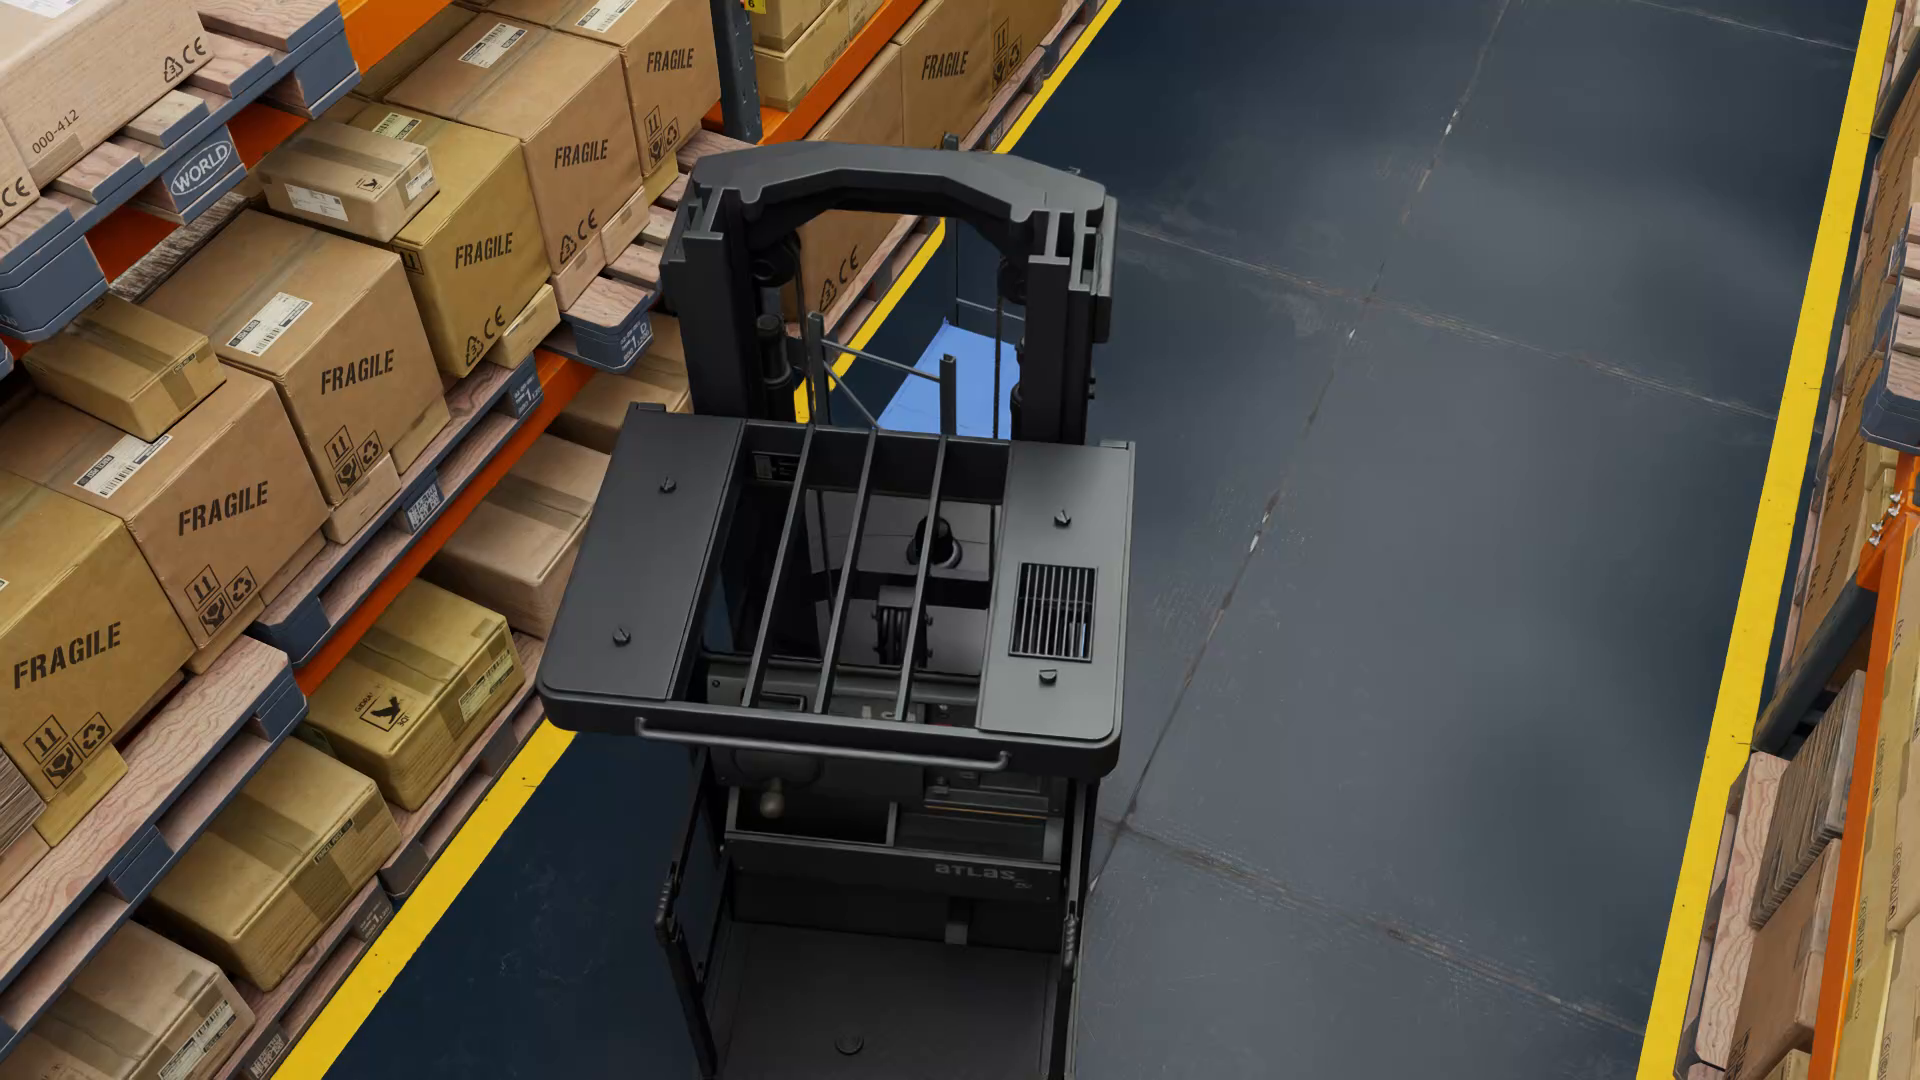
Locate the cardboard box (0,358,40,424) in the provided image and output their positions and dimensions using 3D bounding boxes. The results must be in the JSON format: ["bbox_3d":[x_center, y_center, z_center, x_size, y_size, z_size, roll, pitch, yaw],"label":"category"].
[{"bbox_3d":[-2.478,-0.312,4.325,0.500,0.500,0.500,21,53,17],"label":"cardboard box"}]

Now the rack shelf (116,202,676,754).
[{"bbox_3d":[-2.050,-0.103,5.156,1.077,0.370,4.000,20,52,16],"label":"rack shelf"}]

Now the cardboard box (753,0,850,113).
[{"bbox_3d":[-0.759,-1.920,6.328,0.500,0.250,0.500,19,52,15],"label":"cardboard box"}]

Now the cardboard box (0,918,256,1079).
[{"bbox_3d":[-2.683,1.394,4.859,0.950,0.372,0.625,20,53,17],"label":"cardboard box"}]

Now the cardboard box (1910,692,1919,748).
[{"bbox_3d":[2.668,0.356,4.063,0.500,0.250,0.500,21,53,17],"label":"cardboard box"}]

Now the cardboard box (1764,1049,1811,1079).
[{"bbox_3d":[2.456,1.873,4.285,0.875,0.625,0.625,18,52,15],"label":"cardboard box"}]

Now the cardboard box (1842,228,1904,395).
[{"bbox_3d":[3.930,-0.855,6.688,0.500,0.500,0.500,18,52,15],"label":"cardboard box"}]

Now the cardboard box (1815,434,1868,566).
[{"bbox_3d":[3.503,-0.130,6.071,0.500,0.500,0.500,19,52,16],"label":"cardboard box"}]

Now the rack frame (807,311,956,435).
[{"bbox_3d":[-0.245,-0.141,5.701,0.500,1.500,0.032,19,52,16],"label":"rack frame"}]

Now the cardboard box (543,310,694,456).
[{"bbox_3d":[-1.446,-0.613,6.566,0.950,0.372,0.625,17,52,14],"label":"cardboard box"}]

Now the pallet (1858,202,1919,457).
[{"bbox_3d":[3.520,-0.529,5.171,1.213,0.211,1.003,20,52,16],"label":"pallet"}]

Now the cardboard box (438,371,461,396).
[{"bbox_3d":[-1.680,-0.573,4.972,0.380,0.149,0.250,20,53,16],"label":"cardboard box"}]

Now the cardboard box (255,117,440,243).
[{"bbox_3d":[-1.639,-0.971,4.459,0.380,0.149,0.250,18,52,14],"label":"cardboard box"}]

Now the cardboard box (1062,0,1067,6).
[{"bbox_3d":[0.321,-3.463,8.661,0.875,0.875,0.875,21,53,17],"label":"cardboard box"}]

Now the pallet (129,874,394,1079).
[{"bbox_3d":[-2.573,1.408,5.229,1.003,0.211,1.213,20,52,16],"label":"pallet"}]

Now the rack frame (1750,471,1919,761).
[{"bbox_3d":[3.294,-0.101,4.682,1.000,3.000,0.127,20,52,16],"label":"rack frame"}]

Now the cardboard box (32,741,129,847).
[{"bbox_3d":[-2.268,0.539,4.026,0.380,0.149,0.250,21,53,17],"label":"cardboard box"}]

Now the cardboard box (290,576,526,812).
[{"bbox_3d":[-2.083,0.419,5.689,0.950,0.372,0.625,21,53,17],"label":"cardboard box"}]

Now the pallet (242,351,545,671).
[{"bbox_3d":[-2.004,-0.275,4.956,1.003,0.211,1.213,20,52,16],"label":"pallet"}]

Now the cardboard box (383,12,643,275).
[{"bbox_3d":[-1.349,-1.216,5.093,0.500,0.500,0.500,19,52,16],"label":"cardboard box"}]

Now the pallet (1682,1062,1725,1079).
[{"bbox_3d":[2.384,2.194,4.560,1.003,0.211,1.213,20,52,16],"label":"pallet"}]

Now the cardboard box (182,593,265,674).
[{"bbox_3d":[-2.068,0.156,4.352,0.380,0.149,0.250,21,53,17],"label":"cardboard box"}]

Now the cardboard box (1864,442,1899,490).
[{"bbox_3d":[3.364,-0.258,5.755,0.380,0.149,0.250,17,52,14],"label":"cardboard box"}]

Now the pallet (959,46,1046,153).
[{"bbox_3d":[-0.268,-2.166,8.269,1.003,0.211,1.213,20,52,16],"label":"pallet"}]

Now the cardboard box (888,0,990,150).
[{"bbox_3d":[-0.441,-2.223,7.606,0.875,0.875,0.875,20,53,17],"label":"cardboard box"}]

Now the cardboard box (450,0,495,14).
[{"bbox_3d":[-1.597,-1.744,5.543,0.500,0.500,0.500,18,52,15],"label":"cardboard box"}]

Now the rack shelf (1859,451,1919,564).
[{"bbox_3d":[4.148,-1.245,6.128,1.077,0.370,4.000,20,52,16],"label":"rack shelf"}]

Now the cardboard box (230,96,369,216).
[{"bbox_3d":[-2.034,-1.015,4.923,0.500,0.500,0.500,21,53,17],"label":"cardboard box"}]

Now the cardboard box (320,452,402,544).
[{"bbox_3d":[-1.801,-0.180,4.638,0.380,0.149,0.250,22,53,17],"label":"cardboard box"}]

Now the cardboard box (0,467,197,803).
[{"bbox_3d":[-2.231,0.201,3.888,0.500,0.500,0.500,20,52,16],"label":"cardboard box"}]

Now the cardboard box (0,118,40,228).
[{"bbox_3d":[-2.077,-0.640,2.994,0.500,0.250,0.500,19,52,16],"label":"cardboard box"}]

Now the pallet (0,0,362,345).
[{"bbox_3d":[-2.104,-0.976,3.580,1.213,0.211,1.003,20,52,16],"label":"pallet"}]

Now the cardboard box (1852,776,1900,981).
[{"bbox_3d":[2.450,0.875,3.949,0.500,0.250,0.500,18,52,15],"label":"cardboard box"}]

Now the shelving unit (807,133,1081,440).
[{"bbox_3d":[-0.033,-0.493,6.000,0.538,1.500,1.048,19,52,16],"label":"shelving unit"}]

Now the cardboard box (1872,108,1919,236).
[{"bbox_3d":[4.374,-1.552,7.282,0.500,0.500,0.500,19,52,16],"label":"cardboard box"}]

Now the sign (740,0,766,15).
[{"bbox_3d":[-0.701,-1.893,5.498,0.100,0.325,0.005,20,52,16],"label":"sign"}]

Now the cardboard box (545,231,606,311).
[{"bbox_3d":[-1.354,-0.899,5.250,0.380,0.149,0.250,18,52,14],"label":"cardboard box"}]

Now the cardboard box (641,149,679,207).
[{"bbox_3d":[-1.172,-1.258,5.555,0.380,0.149,0.250,21,53,17],"label":"cardboard box"}]

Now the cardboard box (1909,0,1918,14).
[{"bbox_3d":[5.128,-2.831,8.524,0.396,0.266,0.258,22,53,17],"label":"cardboard box"}]

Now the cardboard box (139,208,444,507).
[{"bbox_3d":[-1.798,-0.492,4.478,0.500,0.500,0.500,18,52,15],"label":"cardboard box"}]

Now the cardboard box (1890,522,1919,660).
[{"bbox_3d":[2.883,0.173,4.547,0.500,0.250,0.500,20,52,16],"label":"cardboard box"}]

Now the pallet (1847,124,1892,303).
[{"bbox_3d":[4.689,-1.380,7.601,1.003,0.211,1.213,20,52,16],"label":"pallet"}]

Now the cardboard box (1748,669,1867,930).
[{"bbox_3d":[3.015,0.957,5.065,0.875,0.625,0.625,21,53,17],"label":"cardboard box"}]

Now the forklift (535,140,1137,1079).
[{"bbox_3d":[-0.201,0.647,4.090,1.130,2.935,3.031,5,50,4],"label":"forklift"}]

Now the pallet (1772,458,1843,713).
[{"bbox_3d":[3.647,0.301,6.171,1.003,0.211,1.213,20,52,16],"label":"pallet"}]

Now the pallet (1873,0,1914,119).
[{"bbox_3d":[5.297,-2.425,8.490,1.003,0.211,1.213,20,52,16],"label":"pallet"}]

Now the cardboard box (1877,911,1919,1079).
[{"bbox_3d":[2.233,1.070,3.455,0.500,0.250,0.500,20,53,17],"label":"cardboard box"}]
